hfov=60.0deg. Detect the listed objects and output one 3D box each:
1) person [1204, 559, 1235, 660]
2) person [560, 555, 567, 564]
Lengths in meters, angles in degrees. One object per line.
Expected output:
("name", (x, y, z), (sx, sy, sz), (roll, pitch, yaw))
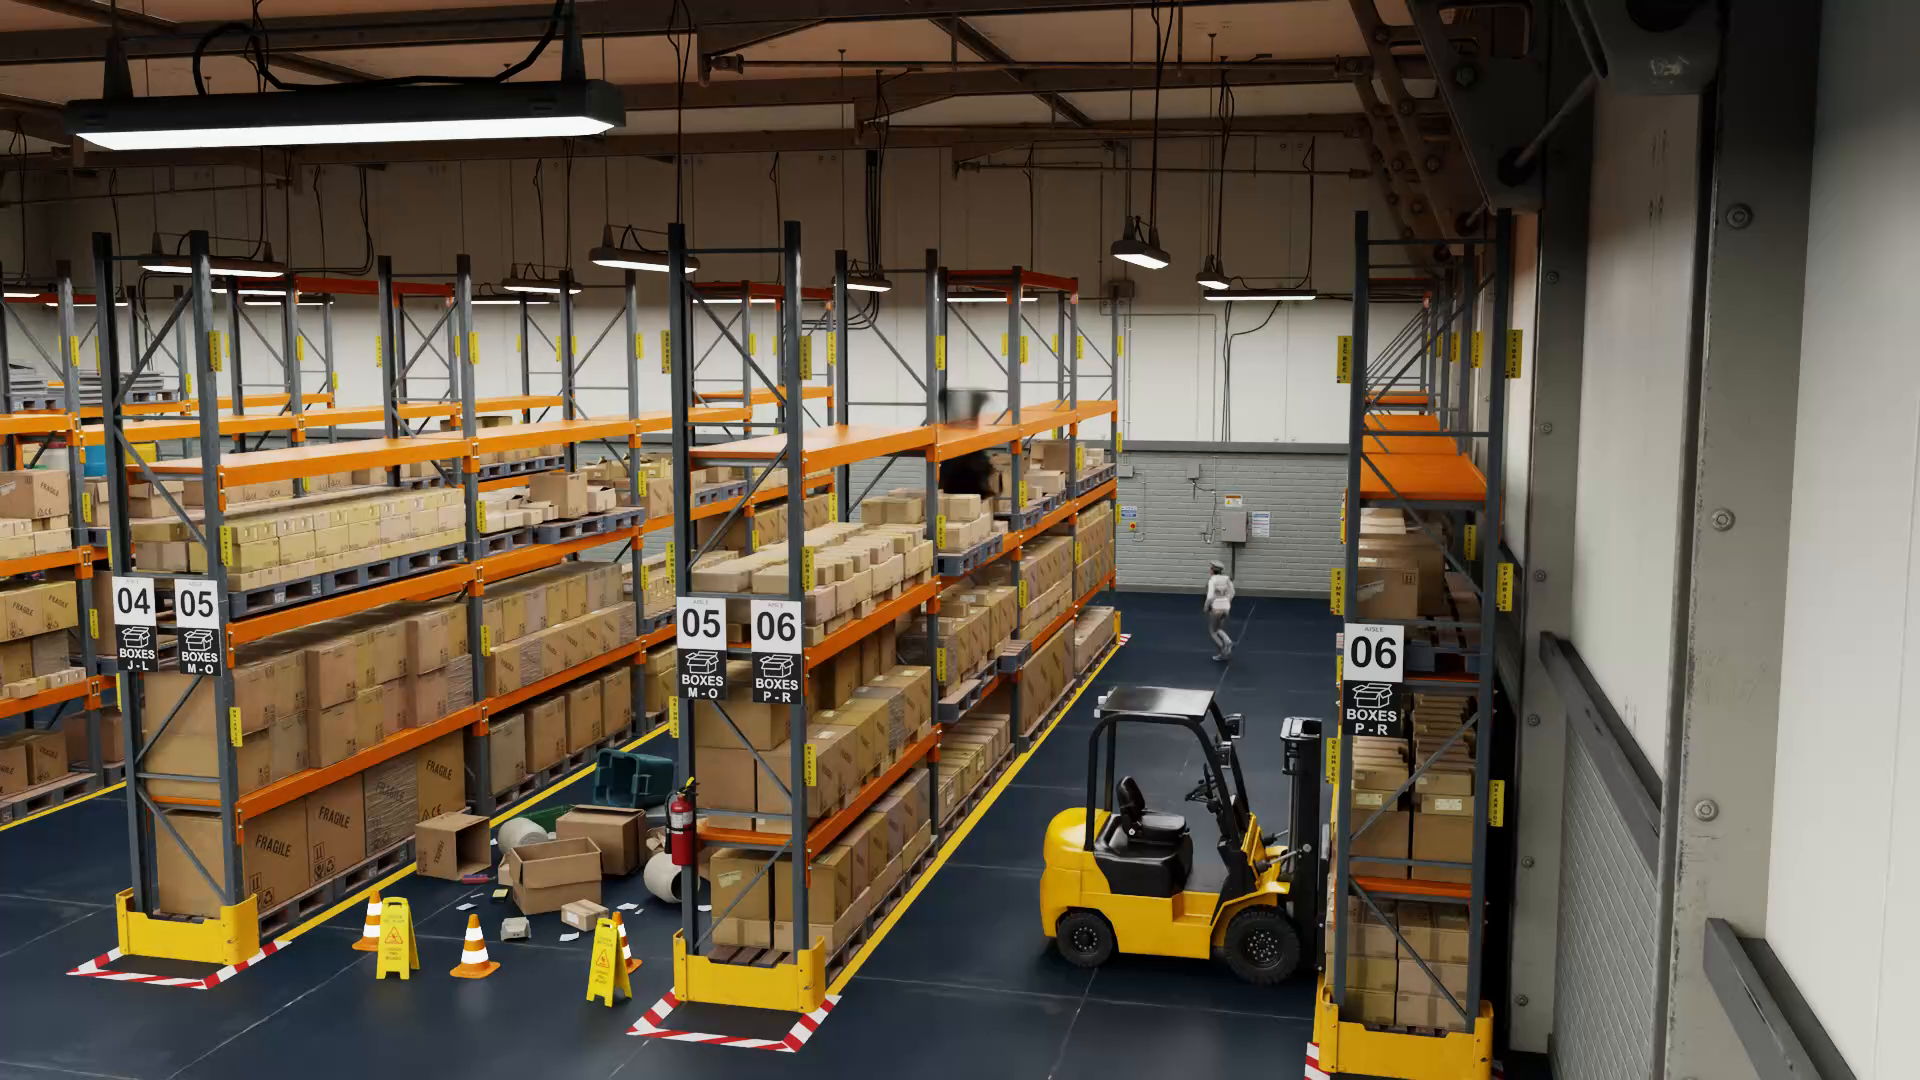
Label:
("person", (4.183, 1.131, 26.566), (0.615, 1.631, 0.522), (-4, 8, -30))
("person", (-6.404, 1.049, 27.065), (0.589, 1.647, 0.612), (1, 7, 8))
